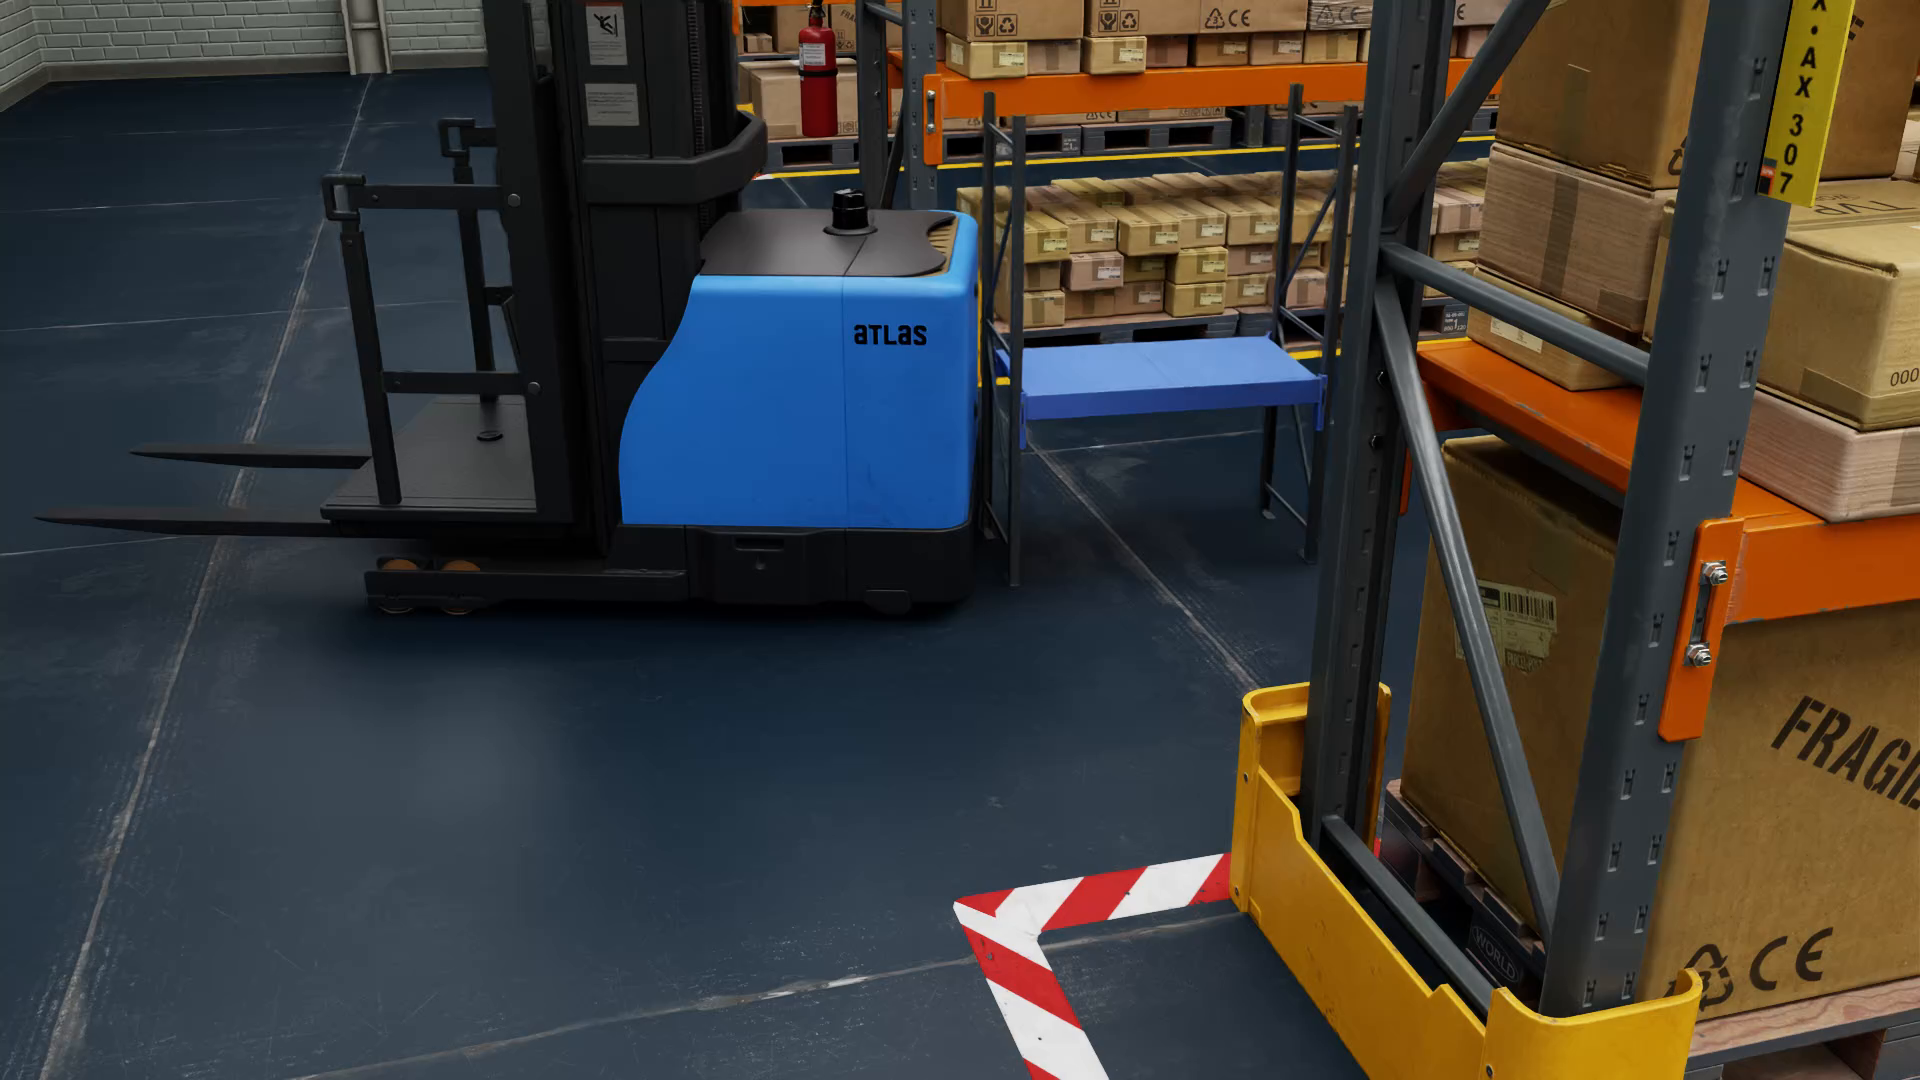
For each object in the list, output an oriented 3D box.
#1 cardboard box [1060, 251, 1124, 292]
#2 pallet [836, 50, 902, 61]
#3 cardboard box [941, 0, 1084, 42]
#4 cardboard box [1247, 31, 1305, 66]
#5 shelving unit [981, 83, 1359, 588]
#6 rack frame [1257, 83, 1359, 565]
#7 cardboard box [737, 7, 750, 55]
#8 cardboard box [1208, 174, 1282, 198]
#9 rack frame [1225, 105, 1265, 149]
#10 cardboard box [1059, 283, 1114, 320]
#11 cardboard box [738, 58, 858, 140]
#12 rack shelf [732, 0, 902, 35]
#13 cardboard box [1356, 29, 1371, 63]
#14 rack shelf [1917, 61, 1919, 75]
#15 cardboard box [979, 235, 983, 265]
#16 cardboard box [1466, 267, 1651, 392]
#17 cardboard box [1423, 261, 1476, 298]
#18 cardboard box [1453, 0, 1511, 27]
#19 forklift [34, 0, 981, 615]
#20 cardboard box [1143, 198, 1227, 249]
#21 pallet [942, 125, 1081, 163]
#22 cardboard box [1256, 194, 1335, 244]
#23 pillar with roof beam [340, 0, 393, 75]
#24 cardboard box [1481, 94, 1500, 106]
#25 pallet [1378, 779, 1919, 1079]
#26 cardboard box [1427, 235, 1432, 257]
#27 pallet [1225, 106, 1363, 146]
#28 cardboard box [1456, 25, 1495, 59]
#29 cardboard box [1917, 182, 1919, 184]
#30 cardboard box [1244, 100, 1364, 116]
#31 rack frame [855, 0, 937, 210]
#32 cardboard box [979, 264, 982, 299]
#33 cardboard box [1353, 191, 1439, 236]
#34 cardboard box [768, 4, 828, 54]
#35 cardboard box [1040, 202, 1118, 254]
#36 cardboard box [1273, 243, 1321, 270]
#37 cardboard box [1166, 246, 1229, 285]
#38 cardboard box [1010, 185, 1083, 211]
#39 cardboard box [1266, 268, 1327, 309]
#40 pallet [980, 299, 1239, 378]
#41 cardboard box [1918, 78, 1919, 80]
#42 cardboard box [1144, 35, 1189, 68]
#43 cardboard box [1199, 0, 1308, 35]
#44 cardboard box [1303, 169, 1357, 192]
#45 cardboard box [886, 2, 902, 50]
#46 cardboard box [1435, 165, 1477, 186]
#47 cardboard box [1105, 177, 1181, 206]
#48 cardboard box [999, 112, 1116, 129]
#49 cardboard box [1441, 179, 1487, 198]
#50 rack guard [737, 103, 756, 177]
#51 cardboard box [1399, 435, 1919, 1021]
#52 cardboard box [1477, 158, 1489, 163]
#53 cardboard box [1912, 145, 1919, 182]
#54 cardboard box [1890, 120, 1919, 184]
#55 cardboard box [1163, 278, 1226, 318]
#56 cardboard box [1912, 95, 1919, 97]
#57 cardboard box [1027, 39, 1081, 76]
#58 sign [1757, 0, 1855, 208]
[{"bbox_3d":[0.563,-1.257,7.582,0.250,0.149,0.380,-6,24,-15],"label":"cardboard box"},{"bbox_3d":[-1.056,-4.965,17.053,1.213,0.211,1.003,-6,24,-14],"label":"pallet"},{"bbox_3d":[0.217,-2.397,7.029,0.500,0.500,0.500,-5,24,-12],"label":"cardboard box"},{"bbox_3d":[1.344,-2.232,7.467,0.250,0.149,0.380,-7,24,-15],"label":"cardboard box"},{"bbox_3d":[0.633,-0.667,5.403,1.048,1.500,0.538,-4,24,-9],"label":"shelving unit"},{"bbox_3d":[1.133,-0.703,5.486,0.032,1.500,0.500,-4,24,-9],"label":"rack frame"},{"bbox_3d":[-2.454,-5.099,16.464,0.637,0.503,0.797,-7,24,-16],"label":"cardboard box"},{"bbox_3d":[1.418,-1.701,8.238,0.250,0.149,0.380,-7,24,-16],"label":"cardboard box"},{"bbox_3d":[2.127,-4.566,12.588,0.127,3.000,1.000,-6,24,-14],"label":"rack frame"},{"bbox_3d":[0.531,-1.148,7.704,0.250,0.149,0.380,-6,24,-15],"label":"cardboard box"},{"bbox_3d":[-1.116,-3.264,12.270,0.875,0.438,0.875,-7,24,-16],"label":"cardboard box"},{"bbox_3d":[0.201,-4.023,12.234,4.000,0.370,1.077,-6,24,-14],"label":"rack shelf"},{"bbox_3d":[1.864,-2.269,7.553,0.250,0.149,0.380,-6,24,-13],"label":"cardboard box"},{"bbox_3d":[5.487,-2.580,8.872,4.000,0.370,1.077,-6,24,-14],"label":"rack shelf"},{"bbox_3d":[0.141,-1.456,8.045,0.250,0.149,0.380,-7,24,-16],"label":"cardboard box"},{"bbox_3d":[1.207,-0.425,3.256,0.250,0.149,0.380,-6,24,-13],"label":"cardboard box"},{"bbox_3d":[2.279,-1.299,8.057,0.250,0.149,0.380,-6,24,-14],"label":"cardboard box"},{"bbox_3d":[2.193,-2.614,7.535,0.500,0.500,0.500,-6,24,-15],"label":"cardboard box"},{"bbox_3d":[-1.458,-1.319,5.107,3.031,2.935,1.130,1,23,2],"label":"forklift"},{"bbox_3d":[1.033,-1.466,7.691,0.250,0.149,0.380,-8,24,-17],"label":"cardboard box"},{"bbox_3d":[0.197,-3.102,12.712,1.213,0.211,1.003,-6,24,-14],"label":"pallet"},{"bbox_3d":[1.568,-1.503,7.776,0.250,0.149,0.380,-6,24,-14],"label":"cardboard box"},{"bbox_3d":[-4.745,-7.202,11.122,0.400,9.000,9.100,-6,24,-14],"label":"pillar with roof beam"},{"bbox_3d":[4.431,-4.074,13.602,0.875,0.875,0.875,-6,24,-14],"label":"cardboard box"},{"bbox_3d":[1.701,0.789,3.644,1.213,0.211,1.003,-6,24,-14],"label":"pallet"},{"bbox_3d":[2.062,-1.450,8.030,0.250,0.149,0.380,-7,24,-17],"label":"cardboard box"},{"bbox_3d":[2.850,-3.396,13.396,1.213,0.211,1.003,-6,24,-14],"label":"pallet"},{"bbox_3d":[2.349,-2.330,7.695,0.250,0.149,0.380,-7,24,-17],"label":"cardboard box"},{"bbox_3d":[1.986,-0.452,2.813,0.500,0.250,0.500,-7,24,-15],"label":"cardboard box"},{"bbox_3d":[2.702,-3.879,13.149,0.875,0.875,0.875,-6,24,-13],"label":"cardboard box"},{"bbox_3d":[-0.290,-2.272,7.241,0.127,3.000,1.000,-6,24,-14],"label":"rack frame"},{"bbox_3d":[0.161,-1.290,8.035,0.250,0.149,0.380,-6,24,-13],"label":"cardboard box"},{"bbox_3d":[2.053,-1.551,7.888,0.250,0.149,0.380,-7,24,-16],"label":"cardboard box"},{"bbox_3d":[-1.621,-5.174,16.642,0.500,0.500,0.700,-5,24,-12],"label":"cardboard box"},{"bbox_3d":[0.539,-1.430,7.607,0.250,0.149,0.380,-6,24,-13],"label":"cardboard box"},{"bbox_3d":[1.531,-1.412,7.943,0.250,0.149,0.380,-5,24,-12],"label":"cardboard box"},{"bbox_3d":[1.051,-1.303,7.689,0.250,0.149,0.380,-6,24,-13],"label":"cardboard box"},{"bbox_3d":[0.409,-1.586,7.970,0.250,0.149,0.380,-6,24,-13],"label":"cardboard box"},{"bbox_3d":[1.527,-1.219,7.871,0.250,0.149,0.380,-8,24,-17],"label":"cardboard box"},{"bbox_3d":[0.575,-1.072,7.980,1.213,0.211,1.003,-6,24,-14],"label":"pallet"},{"bbox_3d":[5.715,-2.429,9.294,0.500,0.250,0.500,-6,24,-14],"label":"cardboard box"},{"bbox_3d":[0.831,-2.197,7.385,0.250,0.149,0.380,-5,24,-12],"label":"cardboard box"},{"bbox_3d":[1.201,-2.511,7.295,0.500,0.500,0.500,-6,24,-14],"label":"cardboard box"},{"bbox_3d":[1.910,-1.751,8.355,0.250,0.149,0.380,-7,24,-17],"label":"cardboard box"},{"bbox_3d":[-0.621,-5.285,16.900,0.500,0.500,0.700,-7,24,-16],"label":"cardboard box"},{"bbox_3d":[2.418,-1.807,8.486,0.250,0.149,0.380,-7,24,-16],"label":"cardboard box"},{"bbox_3d":[0.890,-1.665,8.155,0.250,0.149,0.380,-7,24,-16],"label":"cardboard box"},{"bbox_3d":[0.632,-3.460,12.727,0.875,0.438,0.875,-7,24,-16],"label":"cardboard box"},{"bbox_3d":[2.545,-1.648,8.115,0.250,0.149,0.380,-6,24,-13],"label":"cardboard box"},{"bbox_3d":[-1.747,-2.989,12.082,0.348,0.500,1.175,-6,24,-14],"label":"rack guard"},{"bbox_3d":[1.547,0.307,3.393,0.875,0.875,0.875,-6,24,-14],"label":"cardboard box"},{"bbox_3d":[2.893,-1.889,8.677,0.250,0.149,0.380,-5,24,-12],"label":"cardboard box"},{"bbox_3d":[1.969,-0.792,2.654,0.500,0.500,0.500,-7,24,-16],"label":"cardboard box"},{"bbox_3d":[1.836,-0.652,3.278,0.500,0.250,0.500,-7,24,-15],"label":"cardboard box"},{"bbox_3d":[1.044,-1.163,7.738,0.250,0.149,0.380,-6,24,-14],"label":"cardboard box"},{"bbox_3d":[5.349,-2.175,8.702,0.500,0.250,0.500,-5,24,-12],"label":"cardboard box"},{"bbox_3d":[0.345,-2.109,7.180,0.250,0.149,0.380,-5,24,-12],"label":"cardboard box"},{"bbox_3d":[1.097,-0.601,2.148,0.005,0.325,0.100,-6,24,-14],"label":"sign"}]
